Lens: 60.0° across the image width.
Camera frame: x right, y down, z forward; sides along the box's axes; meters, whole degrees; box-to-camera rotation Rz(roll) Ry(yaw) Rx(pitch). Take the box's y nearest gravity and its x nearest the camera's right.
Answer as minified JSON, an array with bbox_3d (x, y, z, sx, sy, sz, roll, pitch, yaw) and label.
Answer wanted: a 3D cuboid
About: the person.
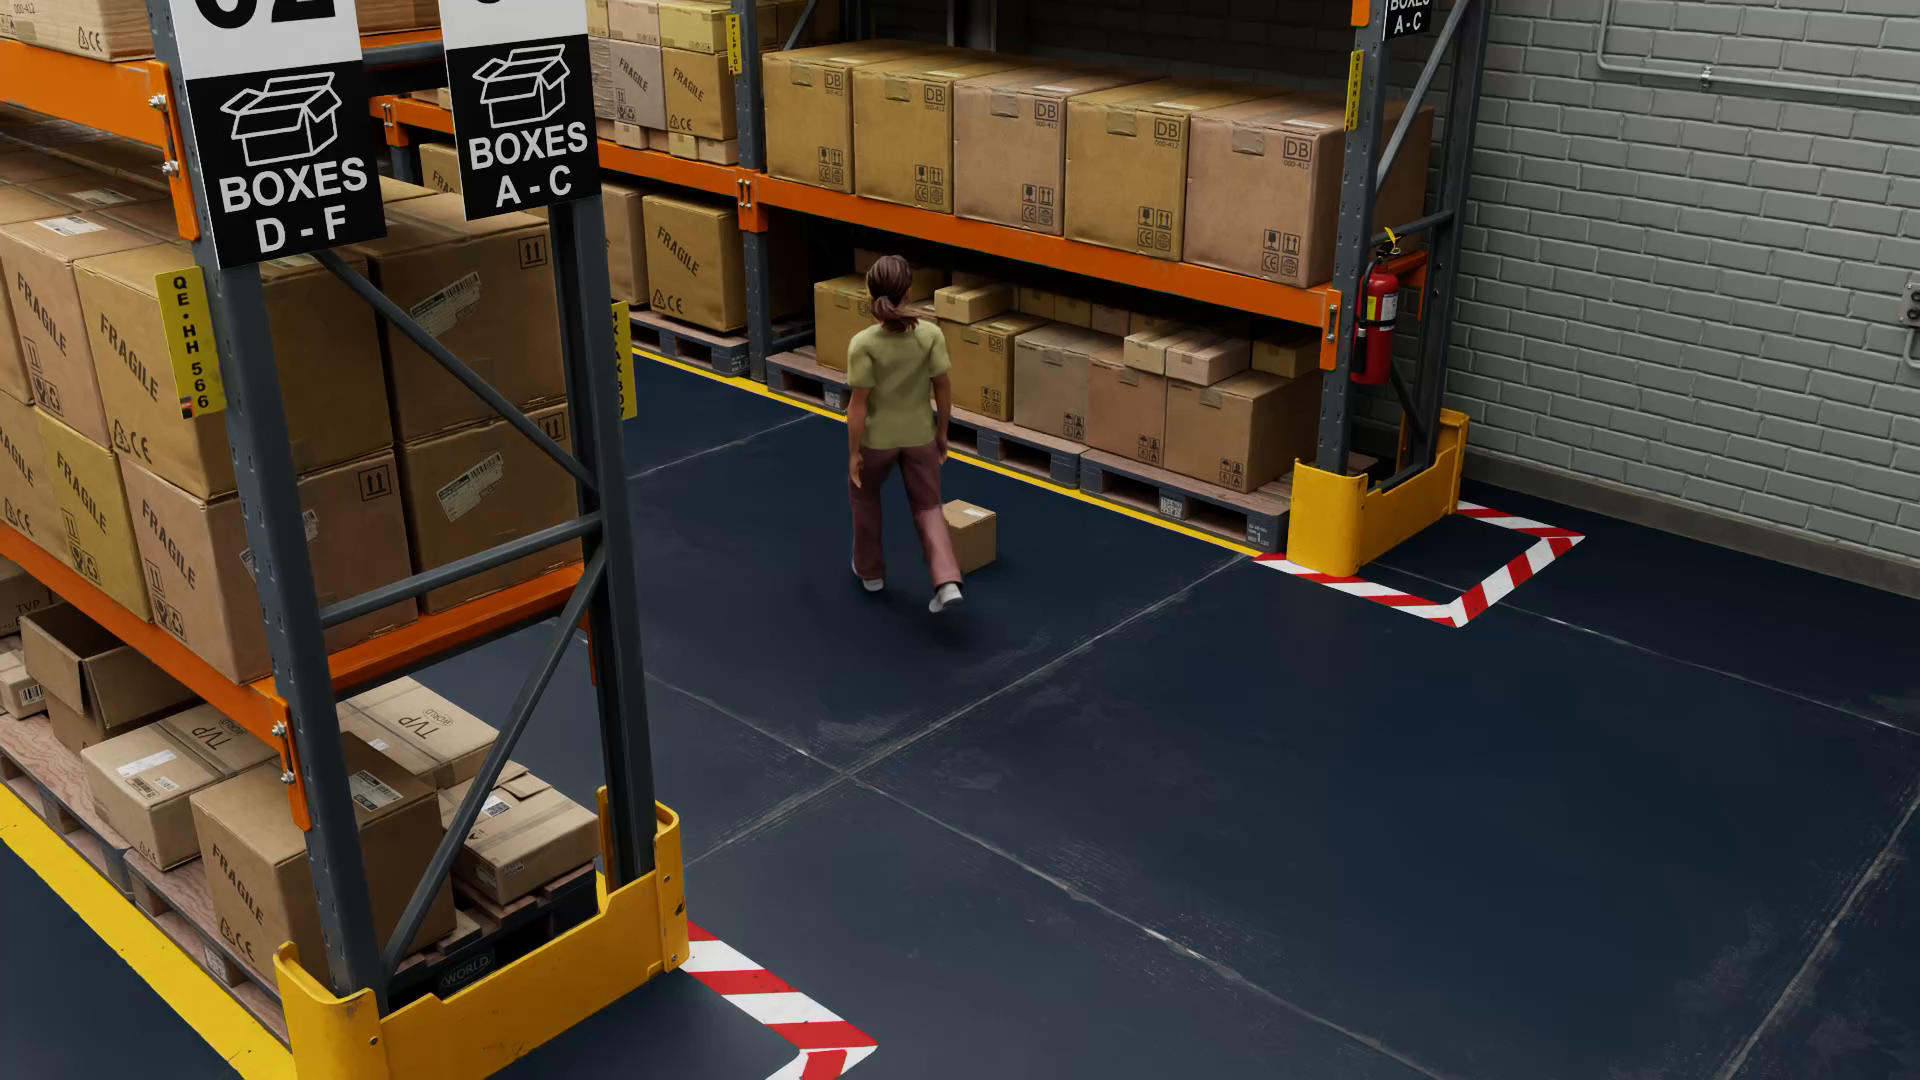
[{"bbox_3d":[-0.277,-0.446,7.131,0.461,1.616,0.920,-7,25,-14],"label":"person"}]
